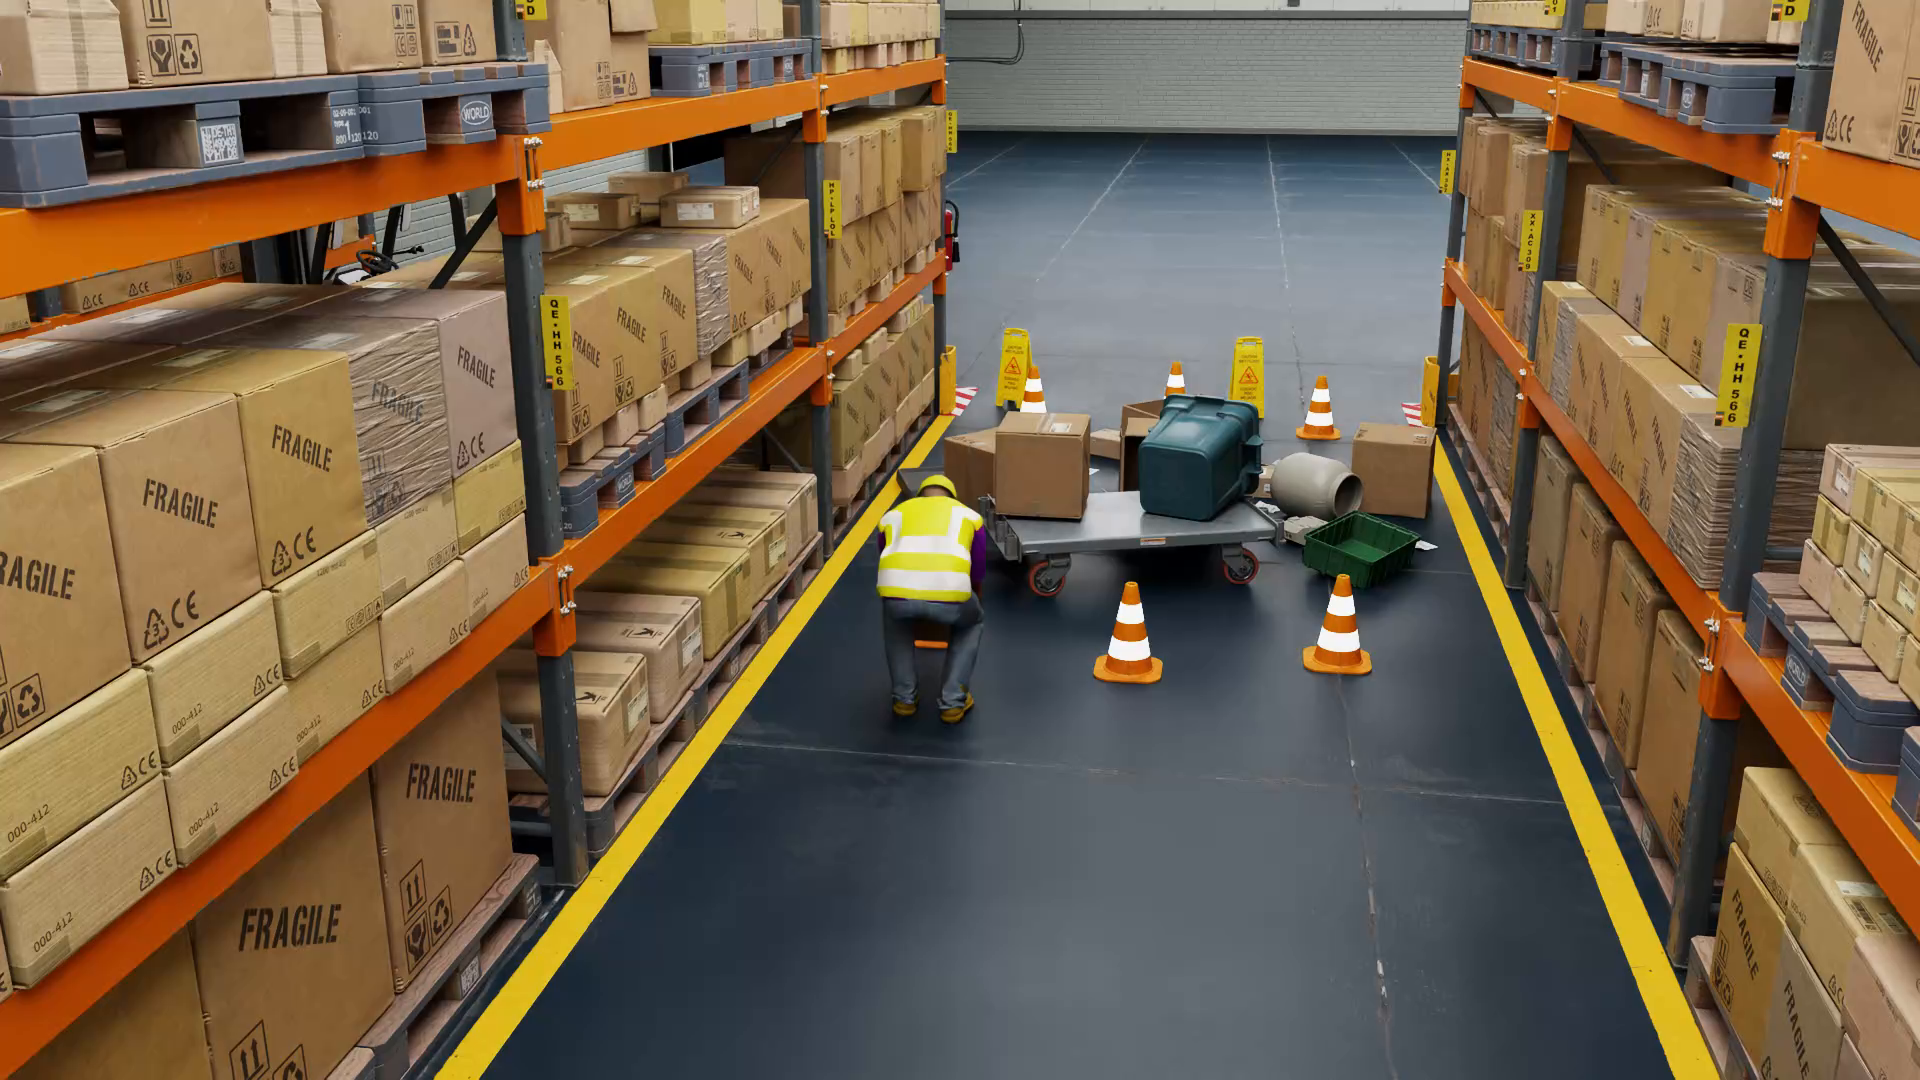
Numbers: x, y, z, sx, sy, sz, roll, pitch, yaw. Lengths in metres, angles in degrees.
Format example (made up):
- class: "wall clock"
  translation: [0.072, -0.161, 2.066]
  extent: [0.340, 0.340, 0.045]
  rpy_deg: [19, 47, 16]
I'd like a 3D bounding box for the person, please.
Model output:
- class: "person"
  translation: [-0.145, 0.279, 7.885]
  extent: [0.526, 1.011, 0.956]
  rpy_deg: [2, 18, 6]
